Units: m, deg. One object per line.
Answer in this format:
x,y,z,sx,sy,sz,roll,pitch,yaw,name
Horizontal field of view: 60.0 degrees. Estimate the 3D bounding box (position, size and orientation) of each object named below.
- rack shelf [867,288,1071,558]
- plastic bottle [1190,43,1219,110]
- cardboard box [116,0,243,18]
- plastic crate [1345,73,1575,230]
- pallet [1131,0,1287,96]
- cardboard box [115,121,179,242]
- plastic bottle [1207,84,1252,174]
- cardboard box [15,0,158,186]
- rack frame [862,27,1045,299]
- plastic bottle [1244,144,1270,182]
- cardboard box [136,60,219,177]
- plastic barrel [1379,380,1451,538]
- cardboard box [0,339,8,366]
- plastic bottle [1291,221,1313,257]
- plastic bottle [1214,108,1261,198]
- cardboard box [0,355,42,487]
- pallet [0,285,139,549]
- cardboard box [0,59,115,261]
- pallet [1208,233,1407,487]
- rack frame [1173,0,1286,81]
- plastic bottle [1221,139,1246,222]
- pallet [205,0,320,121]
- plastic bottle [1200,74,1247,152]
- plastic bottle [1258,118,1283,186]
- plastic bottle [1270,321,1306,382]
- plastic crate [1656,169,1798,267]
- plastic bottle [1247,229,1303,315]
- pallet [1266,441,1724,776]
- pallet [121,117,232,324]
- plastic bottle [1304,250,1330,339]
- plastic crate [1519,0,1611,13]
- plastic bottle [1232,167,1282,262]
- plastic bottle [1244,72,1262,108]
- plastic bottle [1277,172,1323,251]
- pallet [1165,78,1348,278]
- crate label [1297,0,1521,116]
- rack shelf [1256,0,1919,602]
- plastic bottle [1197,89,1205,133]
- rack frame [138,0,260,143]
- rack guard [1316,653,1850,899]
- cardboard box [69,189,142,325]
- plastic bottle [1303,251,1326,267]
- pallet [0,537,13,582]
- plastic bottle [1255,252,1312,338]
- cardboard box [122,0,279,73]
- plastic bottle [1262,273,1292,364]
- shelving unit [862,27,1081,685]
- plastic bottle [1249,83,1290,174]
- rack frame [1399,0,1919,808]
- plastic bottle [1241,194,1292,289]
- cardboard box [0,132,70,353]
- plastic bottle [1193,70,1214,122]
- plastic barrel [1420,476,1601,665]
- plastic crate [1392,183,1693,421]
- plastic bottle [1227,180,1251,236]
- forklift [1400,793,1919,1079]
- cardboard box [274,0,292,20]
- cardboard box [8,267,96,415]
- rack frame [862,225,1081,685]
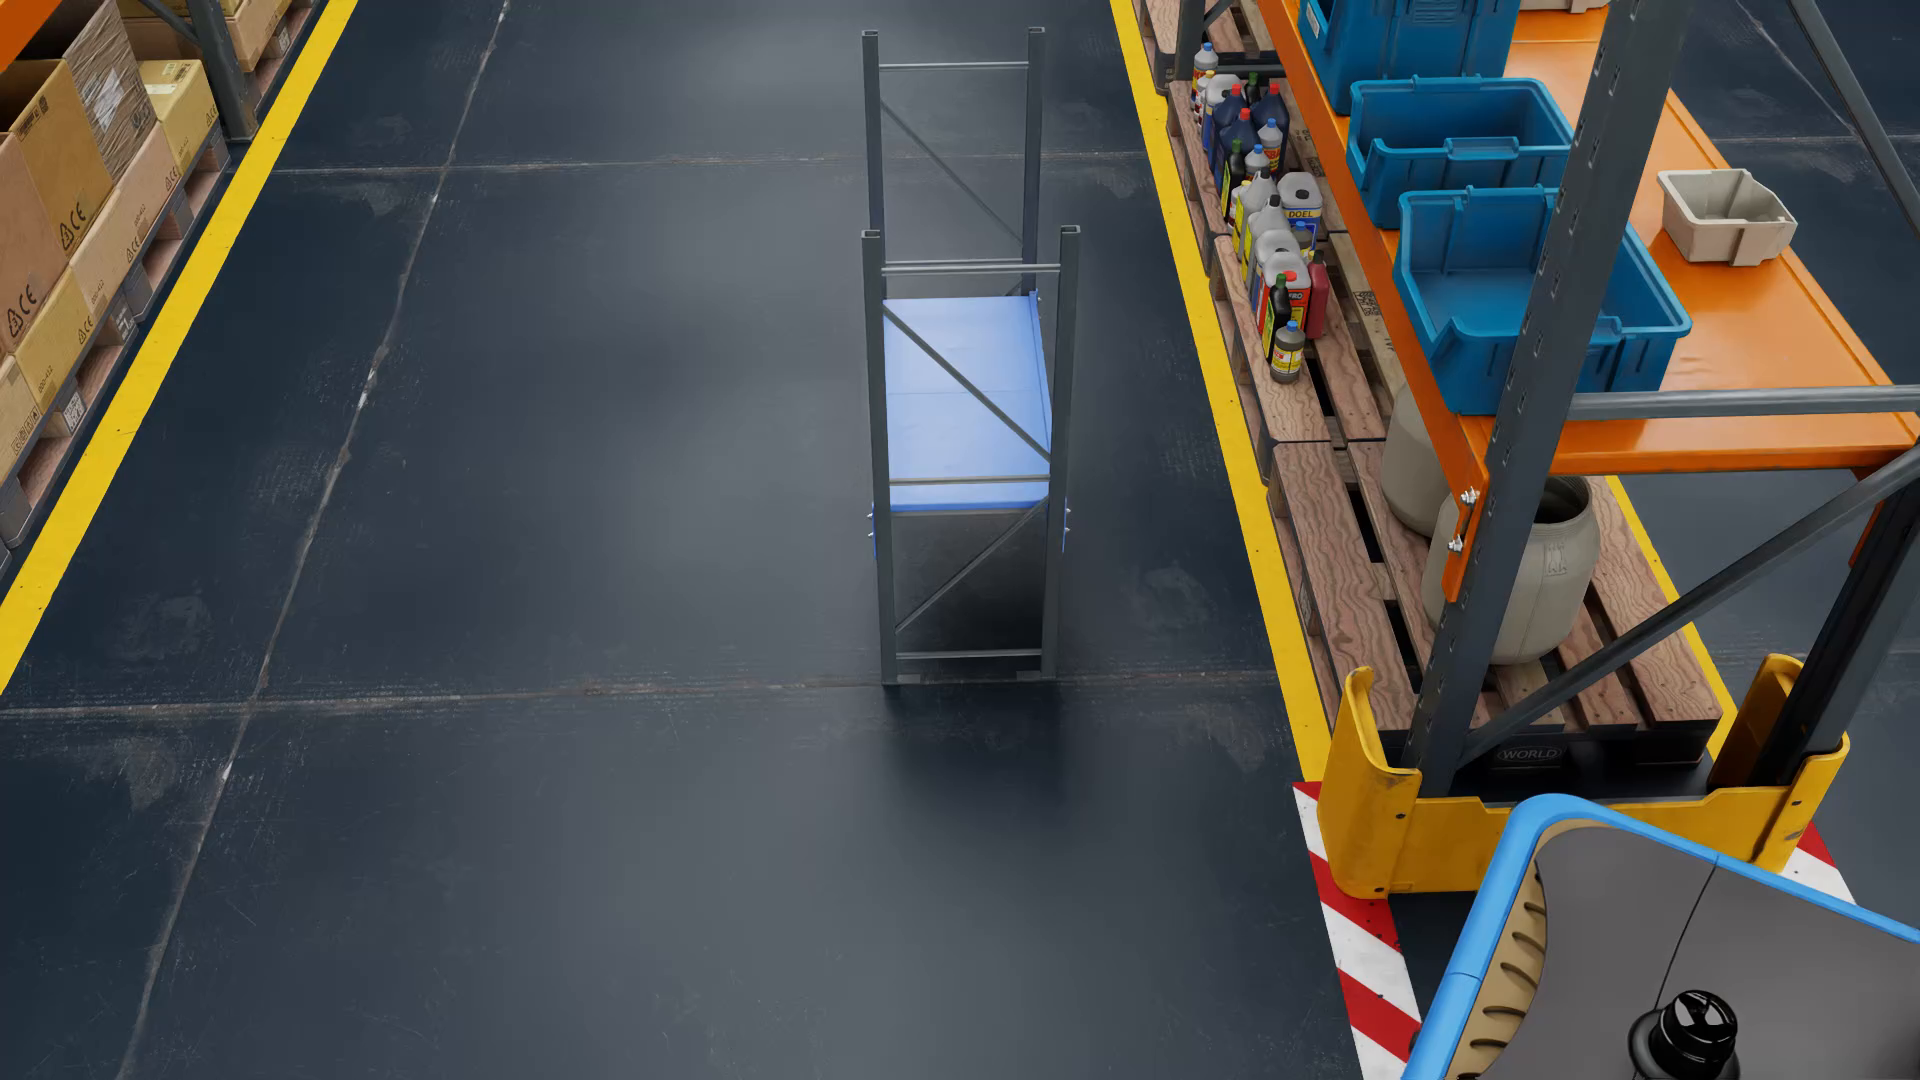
0.004,-0.363,4.802,0.538,0.185,1.000,-2,43,-2,rack shelf
1.000,-1.899,6.795,0.097,0.271,0.097,0,43,0,plastic bottle
-3.293,-2.464,7.028,0.500,0.311,0.500,-2,43,-2,cardboard box
1.252,-0.983,4.212,0.499,0.251,0.408,-2,43,-2,plastic crate
1.352,-2.471,7.790,1.003,0.211,1.213,-2,43,-2,pallet
-3.275,-1.327,6.202,0.500,0.250,0.500,-2,43,-2,cardboard box
1.044,-1.599,6.409,0.144,0.351,0.185,-1,43,-1,plastic bottle
-3.277,-1.603,5.948,0.500,0.500,0.500,-2,43,-2,cardboard box
-0.018,-0.838,5.055,0.500,1.500,0.032,-2,43,-2,rack frame
1.096,-1.344,6.190,0.097,0.271,0.097,0,43,0,plastic bottle
-3.287,-1.665,6.570,0.500,0.250,0.500,-2,43,-2,cardboard box
1.469,-0.288,4.874,0.421,0.512,0.421,0,43,0,plastic barrel
-3.213,-0.591,4.844,0.500,0.500,0.500,-2,43,-2,cardboard box
1.197,-1.037,5.907,0.097,0.201,0.097,0,43,0,plastic bottle
1.052,-1.471,6.270,0.144,0.351,0.185,-3,43,-4,plastic bottle
-3.201,-0.315,5.097,0.500,0.250,0.500,-2,43,-2,cardboard box
-3.478,-0.439,5.572,1.003,0.211,1.213,-2,43,-2,pallet
-3.252,-1.266,5.580,0.500,0.500,0.500,-2,43,-2,cardboard box
1.466,-0.662,5.816,1.003,0.211,1.213,-2,43,-2,pallet
1.424,-2.970,6.270,1.000,3.000,0.127,-2,43,-2,rack frame
1.017,-1.334,6.170,0.061,0.283,0.133,0,43,0,plastic bottle
-3.595,-2.299,7.601,1.003,0.211,1.213,-2,43,-2,pallet
1.041,-1.683,6.556,0.152,0.276,0.135,0,43,0,plastic bottle
1.171,-1.475,6.333,0.097,0.271,0.097,0,43,0,plastic bottle
1.078,-0.627,5.460,0.097,0.201,0.097,0,43,0,plastic bottle
1.878,-0.786,4.082,0.298,0.136,0.250,-2,43,-2,plastic crate
1.089,-0.920,5.723,0.152,0.276,0.135,-3,43,-3,plastic bottle
1.515,0.160,4.919,1.003,0.211,1.213,-2,43,-2,pallet
-3.533,-1.264,6.473,1.003,0.211,1.213,-2,43,-2,pallet
1.201,-0.832,5.623,0.061,0.283,0.133,-2,43,-2,plastic bottle
1.746,-1.784,5.171,0.530,0.136,0.437,-2,43,-2,plastic crate
1.070,-1.184,5.957,0.144,0.351,0.185,-2,43,-2,plastic bottle
1.147,-1.689,6.557,0.061,0.283,0.133,-2,43,-2,plastic bottle
1.217,-1.178,6.005,0.152,0.276,0.135,-2,43,-2,plastic bottle
1.411,-1.487,6.716,1.003,0.211,1.213,-2,43,-2,pallet
1.246,-1.517,4.659,0.502,0.435,0.616,-2,43,-2,crate label
1.509,-1.355,5.040,1.077,0.370,4.000,-2,43,-2,rack shelf
1.009,-1.736,6.669,0.097,0.201,0.097,0,43,0,plastic bottle
-3.525,-2.830,6.118,1.000,3.000,0.127,-2,43,-2,rack frame
1.544,0.602,4.223,1.175,0.500,0.348,-2,43,-2,rack guard
-3.239,-0.990,5.834,0.500,0.250,0.500,-2,43,-2,cardboard box
1.213,-0.908,5.766,0.097,0.201,0.097,0,43,0,plastic bottle
-3.429,0.383,4.676,1.003,0.211,1.213,-2,43,-2,pallet
1.095,-0.826,5.621,0.152,0.276,0.135,-1,43,-1,plastic bottle
-3.294,-2.251,7.210,0.500,0.250,0.500,-3,43,-3,cardboard box
1.055,-0.736,5.518,0.061,0.283,0.133,-1,43,-1,plastic bottle
0.004,-0.495,4.680,0.538,1.500,1.048,-2,43,-2,shelving unit
1.188,-1.603,6.414,0.144,0.351,0.185,-2,43,-2,plastic bottle
1.594,-0.270,3.324,1.000,3.000,0.127,-2,43,-2,rack frame
1.078,-1.059,5.820,0.144,0.351,0.185,0,43,0,plastic bottle
-3.216,-0.929,5.212,0.500,0.500,0.500,-2,43,-2,cardboard box
1.004,-1.804,6.744,0.097,0.201,0.097,0,43,0,plastic bottle
1.490,0.051,4.505,0.421,0.512,0.421,0,43,0,plastic barrel
1.274,-0.544,3.734,0.499,0.251,0.616,-2,43,-2,plastic crate
1.041,-1.225,6.111,0.097,0.201,0.097,0,43,0,plastic bottle
2.142,0.948,2.047,3.031,2.935,1.130,21,47,22,forklift
-3.315,-2.596,7.586,0.500,0.250,0.500,-1,43,-1,cardboard box
-3.217,-0.652,5.466,0.500,0.250,0.500,-2,43,-2,cardboard box
0.025,-0.152,4.306,0.500,1.500,0.032,-2,43,-2,rack frame
